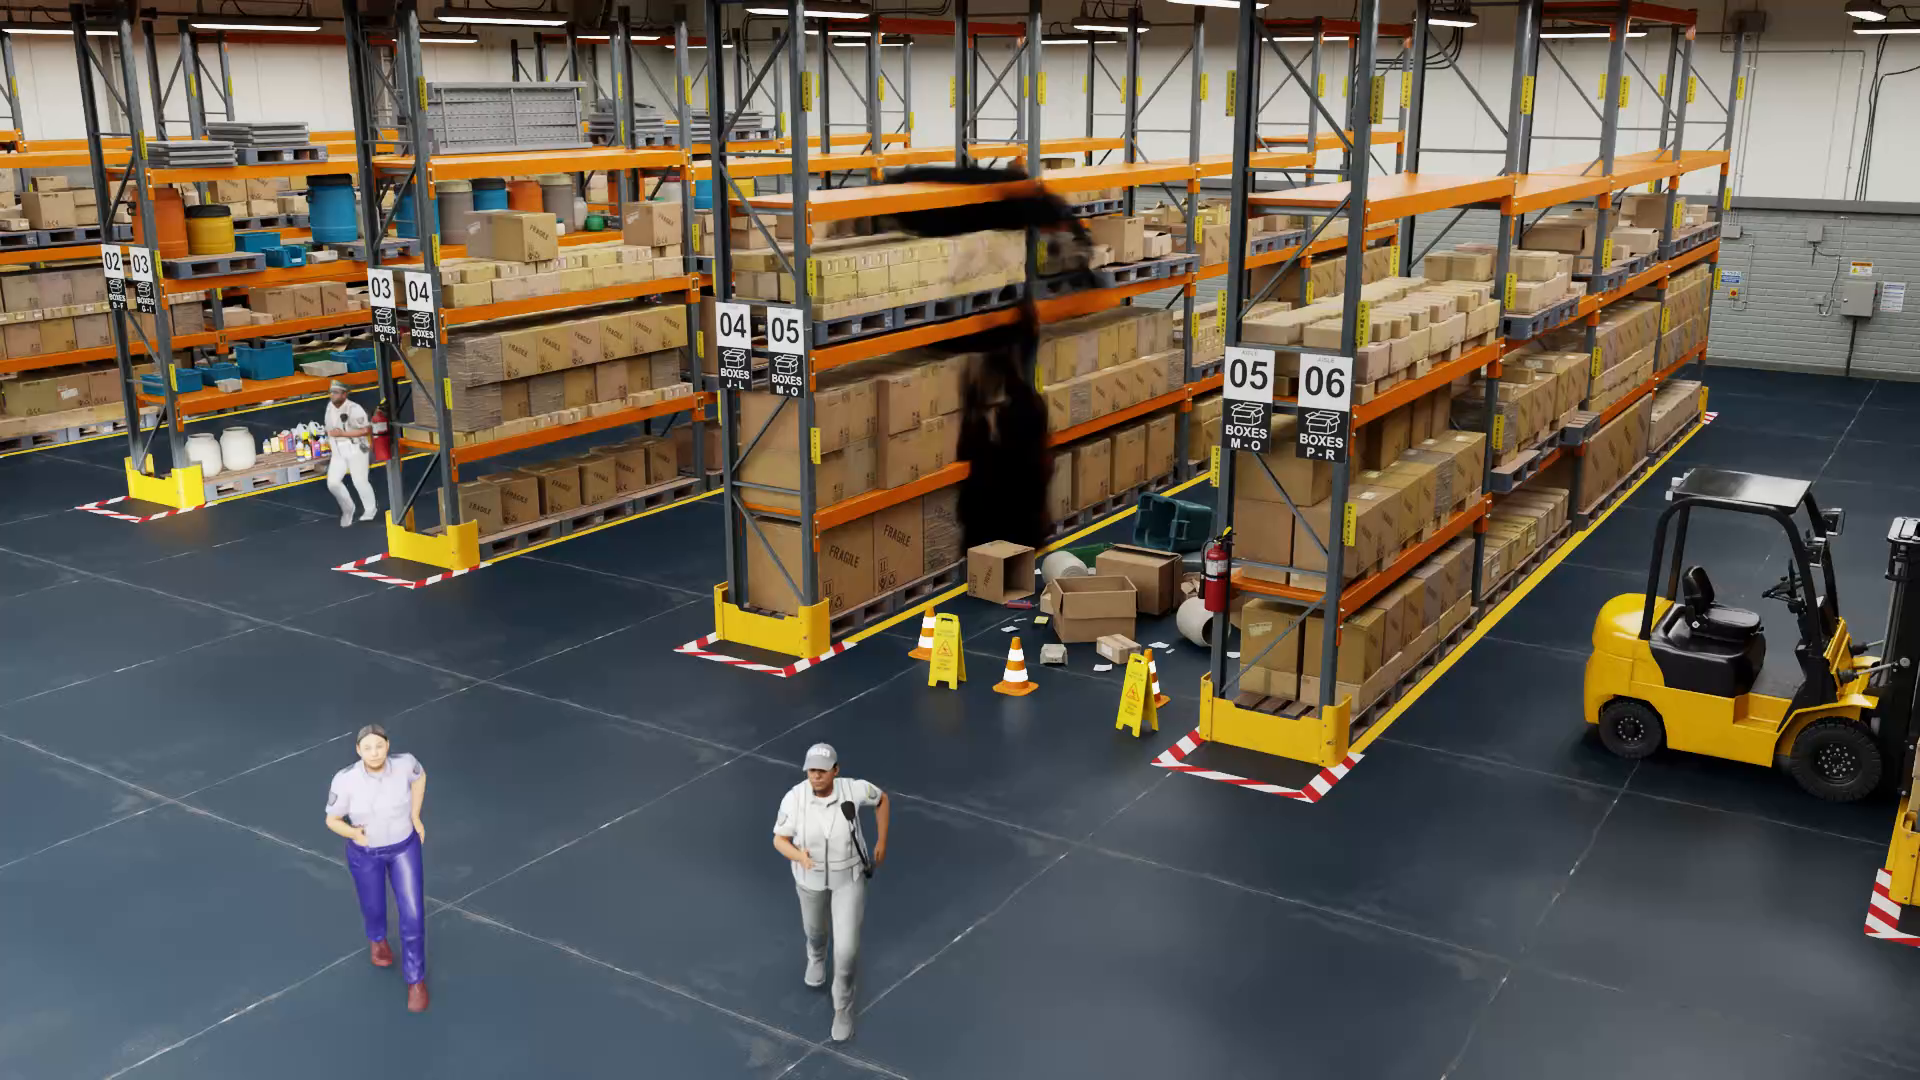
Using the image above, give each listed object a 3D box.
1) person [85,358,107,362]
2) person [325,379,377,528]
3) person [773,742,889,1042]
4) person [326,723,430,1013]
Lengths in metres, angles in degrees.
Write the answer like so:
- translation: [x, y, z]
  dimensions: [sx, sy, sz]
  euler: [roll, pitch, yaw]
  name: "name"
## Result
- translation: [-13.842, -2.919, 26.743]
  dimensions: [0.547, 1.670, 1.069]
  euler: [10, 18, 31]
  name: "person"
- translation: [-7.201, -1.015, 19.611]
  dimensions: [0.654, 1.819, 0.794]
  euler: [5, 16, 16]
  name: "person"
- translation: [-0.712, 1.912, 9.308]
  dimensions: [0.611, 1.697, 0.871]
  euler: [1, 16, 3]
  name: "person"
- translation: [-3.334, 1.834, 9.609]
  dimensions: [0.564, 1.700, 0.836]
  euler: [-6, 17, -20]
  name: "person"
